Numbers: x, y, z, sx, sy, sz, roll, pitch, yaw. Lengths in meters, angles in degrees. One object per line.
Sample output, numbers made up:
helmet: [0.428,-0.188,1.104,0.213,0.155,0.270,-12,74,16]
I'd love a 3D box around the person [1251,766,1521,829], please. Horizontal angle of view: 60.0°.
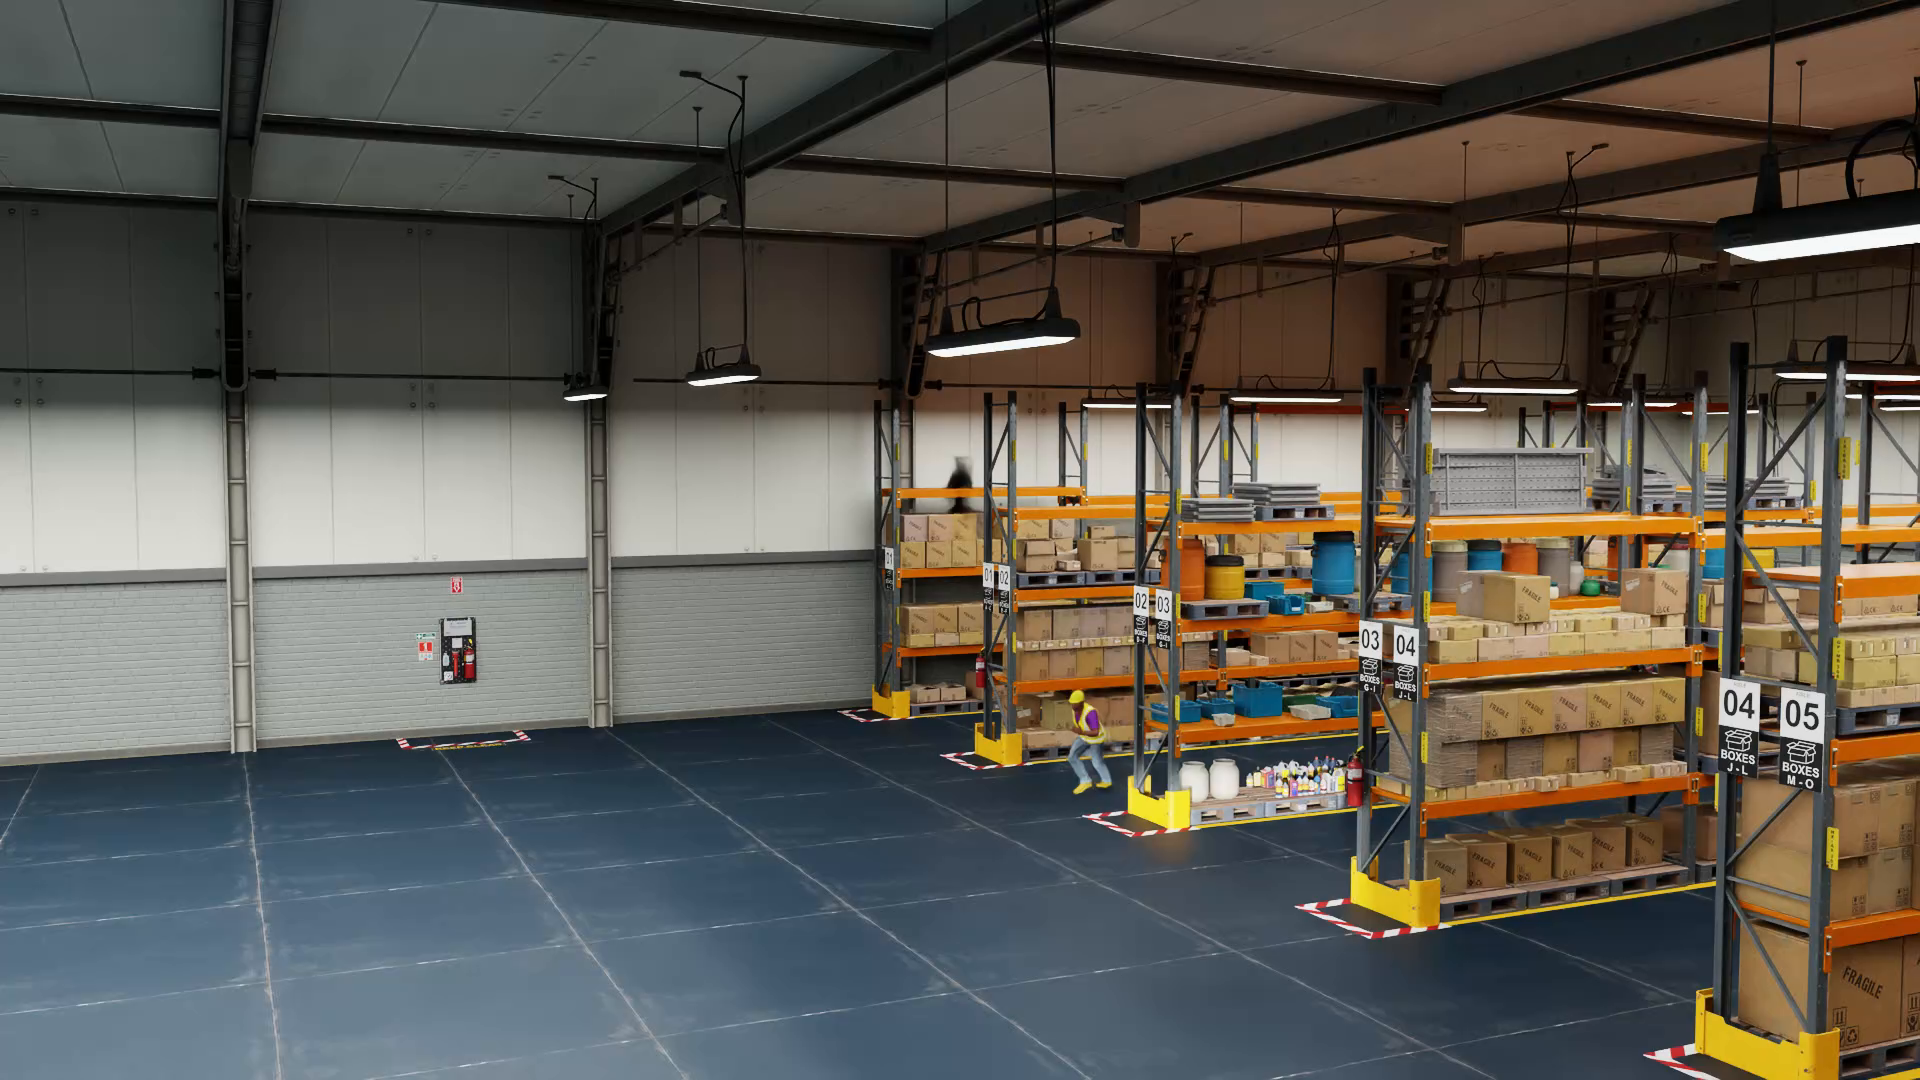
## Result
person: [5.712,3.096,22.342,2.550,1.514,3.729,0,3,-8]

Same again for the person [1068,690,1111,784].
person: [1.911,2.902,24.401,1.114,1.482,0.694,-3,5,-44]
